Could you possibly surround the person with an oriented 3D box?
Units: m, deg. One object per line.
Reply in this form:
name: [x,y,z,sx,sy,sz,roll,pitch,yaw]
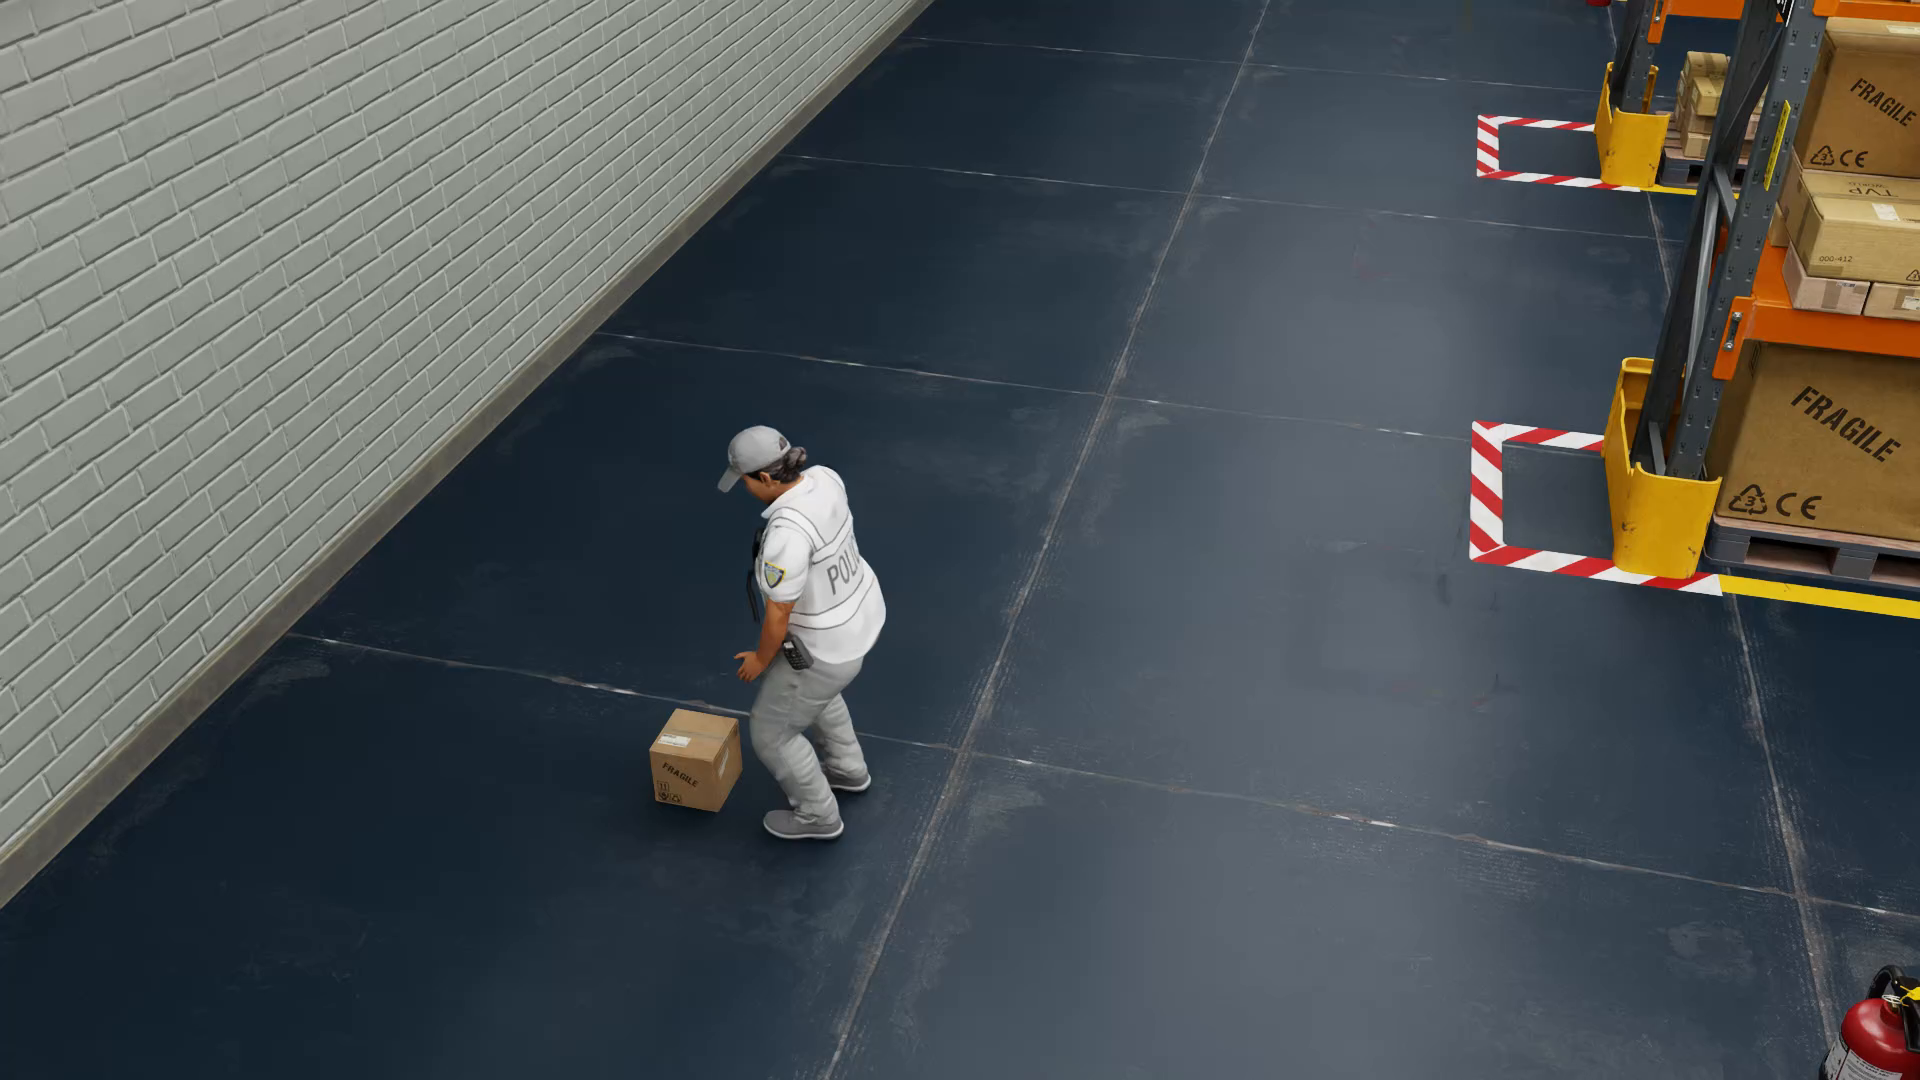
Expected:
person: [-0.532,0.334,5.696,0.513,1.599,0.504,9,34,14]
